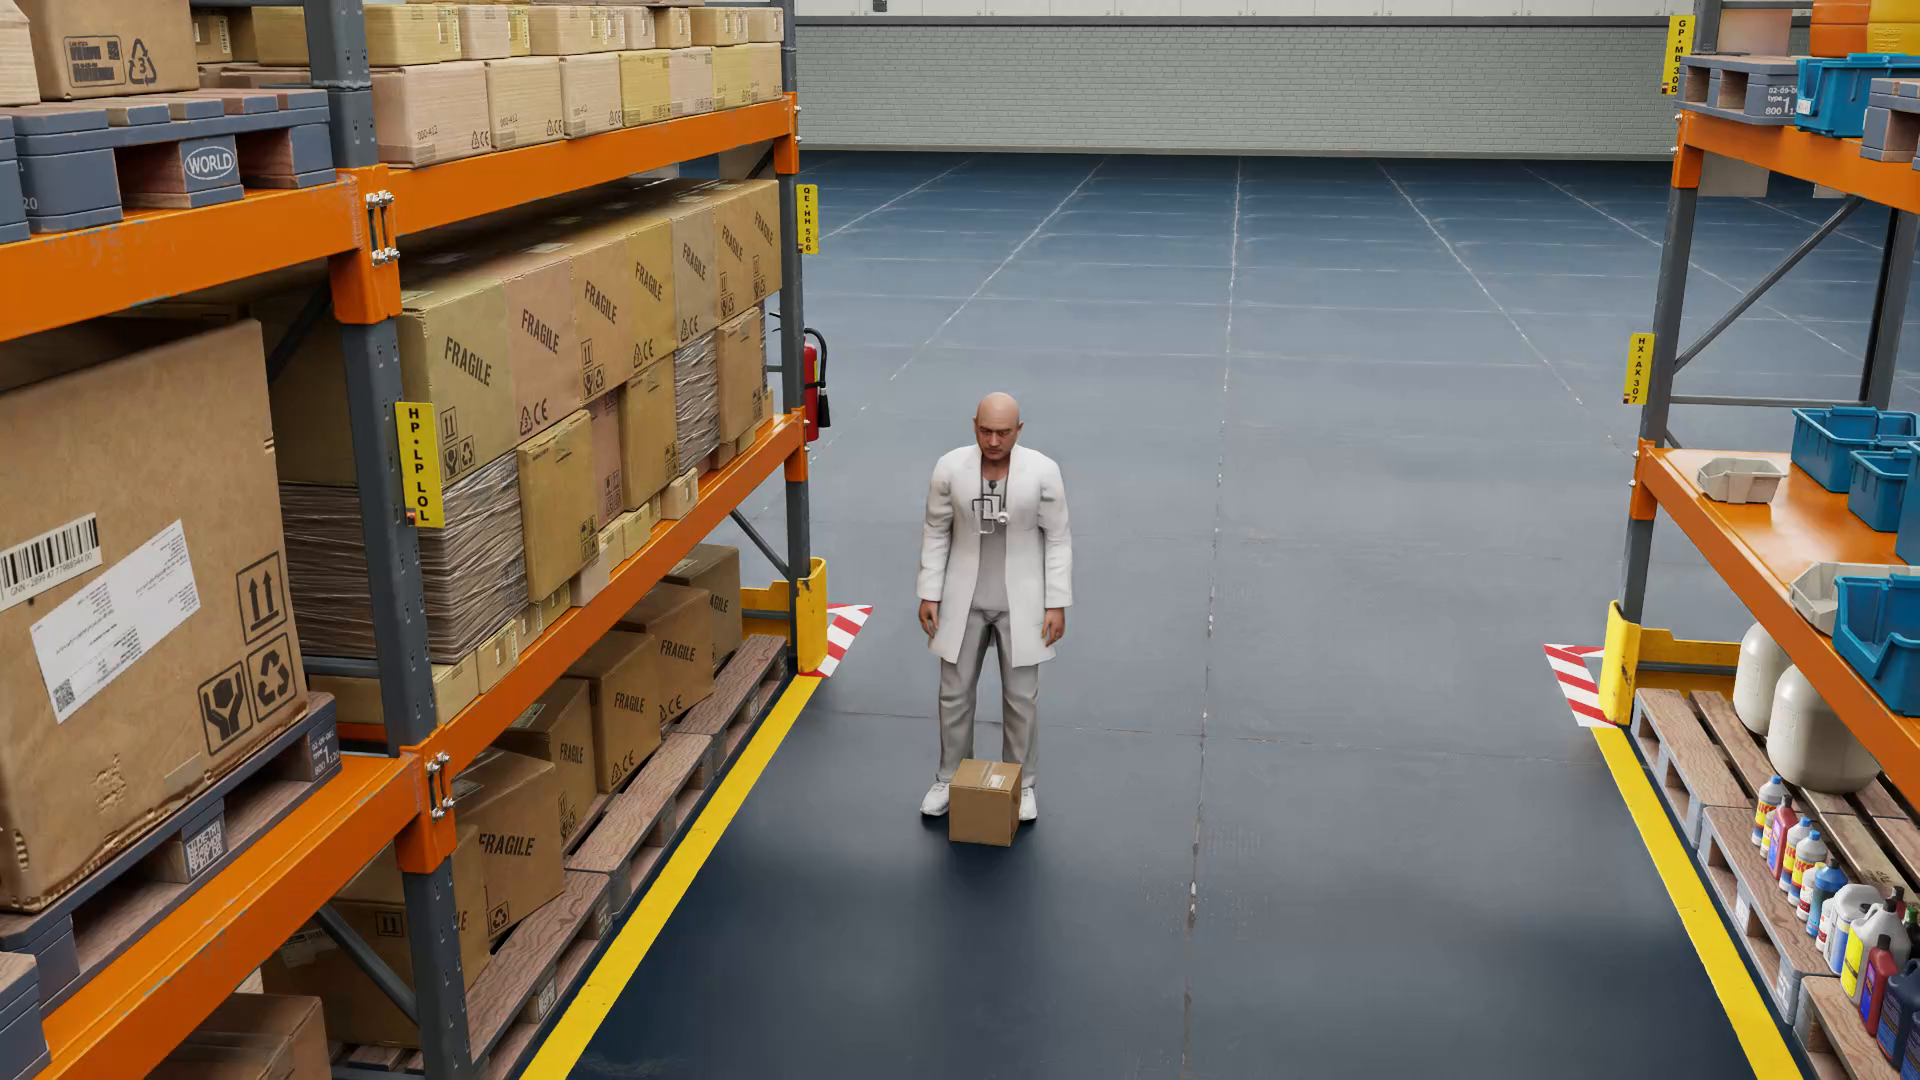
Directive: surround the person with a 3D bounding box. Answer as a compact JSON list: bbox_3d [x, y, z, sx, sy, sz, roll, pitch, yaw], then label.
[{"bbox_3d":[0.136,0.262,6.751,0.644,1.774,0.424,3,18,9],"label":"person"}]
